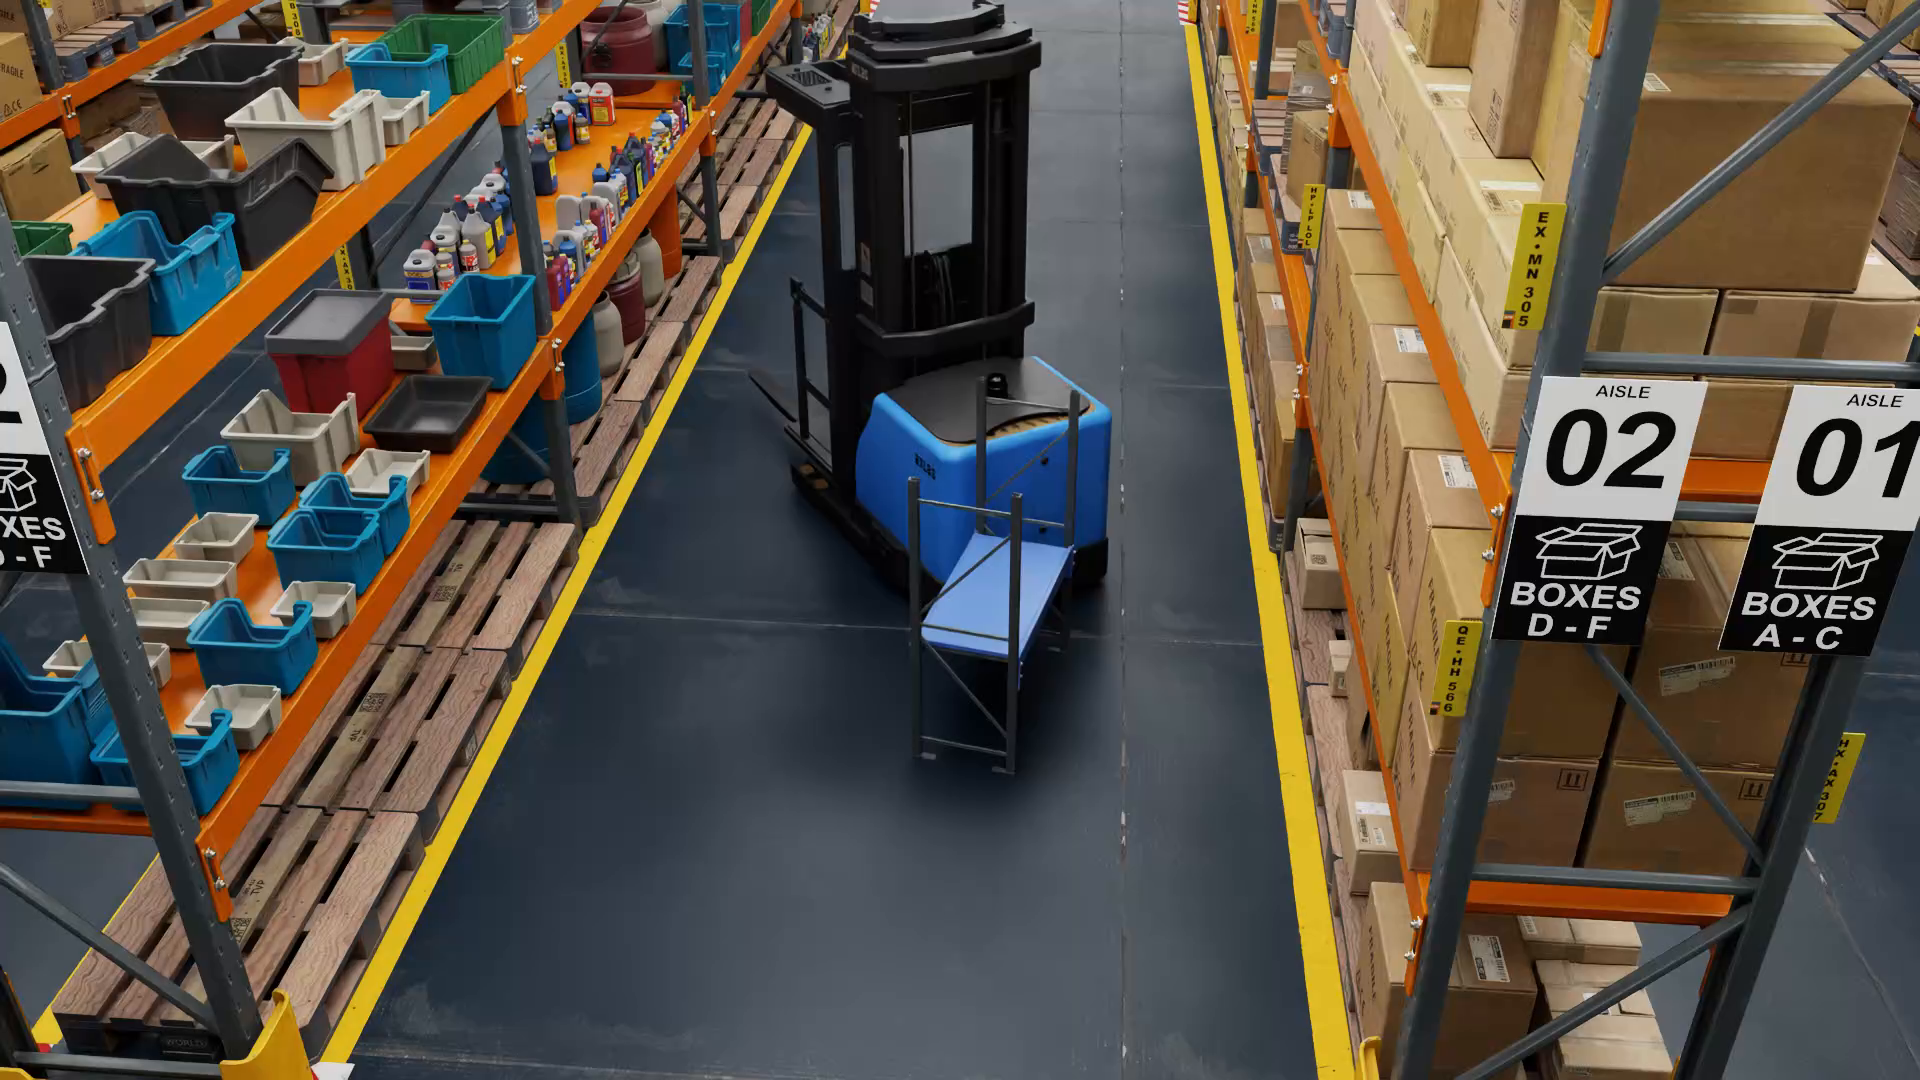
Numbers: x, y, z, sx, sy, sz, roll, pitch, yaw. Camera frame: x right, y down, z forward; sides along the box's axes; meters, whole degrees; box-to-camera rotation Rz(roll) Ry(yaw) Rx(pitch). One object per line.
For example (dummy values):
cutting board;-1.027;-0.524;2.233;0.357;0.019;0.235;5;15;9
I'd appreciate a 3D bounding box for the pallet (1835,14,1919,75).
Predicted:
pallet;7.654;-3.903;13.188;1.003;0.211;1.213;2;32;4

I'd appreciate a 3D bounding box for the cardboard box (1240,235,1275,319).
cardboard box;2.237;-1.781;11.524;0.500;0.500;0.500;1;32;2

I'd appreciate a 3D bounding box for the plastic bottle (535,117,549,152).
plastic bottle;-2.811;-2.678;11.128;0.061;0.283;0.133;2;32;4

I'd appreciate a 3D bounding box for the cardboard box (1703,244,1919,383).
cardboard box;2.246;-0.658;4.546;0.500;0.250;0.500;2;32;4

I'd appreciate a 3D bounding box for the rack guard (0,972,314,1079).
rack guard;-2.981;1.889;5.988;1.175;0.500;0.348;2;32;4

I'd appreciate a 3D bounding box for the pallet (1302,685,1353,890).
pallet;2.117;1.120;7.512;1.003;0.211;1.213;2;32;4

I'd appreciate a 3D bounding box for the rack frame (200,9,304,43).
rack frame;-6.951;-5.674;15.879;1.000;3.000;0.127;2;32;4

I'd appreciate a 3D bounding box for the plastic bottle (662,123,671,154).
plastic bottle;-2.018;-2.724;11.281;0.097;0.201;0.097;0;32;0

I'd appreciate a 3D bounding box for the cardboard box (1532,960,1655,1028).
cardboard box;2.342;1.709;6.178;0.380;0.166;0.250;2;32;4

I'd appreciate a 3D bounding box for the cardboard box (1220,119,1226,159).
cardboard box;2.560;-3.519;14.602;0.500;0.250;0.500;2;32;2

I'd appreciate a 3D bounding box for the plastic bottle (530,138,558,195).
plastic bottle;-2.665;-2.393;10.601;0.144;0.351;0.185;2;32;4

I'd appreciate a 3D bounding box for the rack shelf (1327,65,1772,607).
rack shelf;2.108;-0.991;6.106;1.077;0.370;4.000;2;32;4

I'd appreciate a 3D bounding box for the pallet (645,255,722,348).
pallet;-2.363;-1.770;12.201;1.003;0.211;1.213;2;32;4

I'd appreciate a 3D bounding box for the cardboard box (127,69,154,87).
cardboard box;-7.125;-3.936;15.021;0.700;0.500;0.500;0;32;0

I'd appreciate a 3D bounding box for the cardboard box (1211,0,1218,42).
cardboard box;2.831;-5.351;16.860;0.500;0.500;0.500;2;32;4

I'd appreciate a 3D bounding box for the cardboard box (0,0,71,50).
cardboard box;-7.273;-4.088;12.809;0.500;0.500;0.500;-1;32;-2

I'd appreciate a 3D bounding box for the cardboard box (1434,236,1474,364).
cardboard box;1.776;-0.728;5.137;0.500;0.250;0.500;2;32;4

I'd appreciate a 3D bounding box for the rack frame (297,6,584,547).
rack frame;-2.666;-1.280;8.747;1.000;3.000;0.127;2;32;4

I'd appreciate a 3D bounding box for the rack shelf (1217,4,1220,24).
rack shelf;3.085;-5.989;17.075;1.077;0.370;4.000;2;32;4

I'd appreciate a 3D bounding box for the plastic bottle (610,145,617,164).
plastic bottle;-2.200;-2.404;10.683;0.061;0.283;0.133;2;32;4

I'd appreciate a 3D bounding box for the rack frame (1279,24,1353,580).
rack frame;2.271;-1.066;8.401;1.000;3.000;0.127;2;32;4

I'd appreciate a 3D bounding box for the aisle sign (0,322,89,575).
aisle sign;-2.701;-0.244;4.590;0.394;0.787;0.004;2;32;4

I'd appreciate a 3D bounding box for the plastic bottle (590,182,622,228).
plastic bottle;-2.154;-2.058;10.129;0.152;0.276;0.135;2;32;4

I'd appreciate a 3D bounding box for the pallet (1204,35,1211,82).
pallet;3.125;-5.116;17.630;1.003;0.211;1.213;2;32;4

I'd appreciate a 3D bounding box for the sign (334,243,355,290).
sign;-3.214;-1.422;8.715;0.100;0.325;0.005;2;32;4

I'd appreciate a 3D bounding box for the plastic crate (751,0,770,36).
plastic crate;-1.875;-4.450;14.094;0.450;0.188;0.662;2;32;4

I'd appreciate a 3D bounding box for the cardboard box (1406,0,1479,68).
cardboard box;2.052;-2.038;6.071;0.700;0.500;0.500;2;32;4

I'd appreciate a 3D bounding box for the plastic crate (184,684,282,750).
plastic crate;-2.535;0.620;5.860;0.250;0.136;0.298;2;32;4

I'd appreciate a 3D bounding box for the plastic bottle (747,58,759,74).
plastic bottle;-2.106;-4.865;16.671;0.144;0.351;0.185;2;32;4

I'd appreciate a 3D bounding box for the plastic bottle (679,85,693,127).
plastic bottle;-1.948;-3.092;11.799;0.061;0.283;0.133;2;32;4

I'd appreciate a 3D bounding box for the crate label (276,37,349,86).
crate label;-2.994;-2.201;7.635;0.293;0.136;0.466;2;32;4

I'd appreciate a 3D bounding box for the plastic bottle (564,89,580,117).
plastic bottle;-2.734;-3.044;11.734;0.097;0.271;0.097;0;32;0

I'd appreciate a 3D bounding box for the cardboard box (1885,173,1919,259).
cardboard box;7.540;-2.450;12.610;0.700;0.500;0.500;3;32;5

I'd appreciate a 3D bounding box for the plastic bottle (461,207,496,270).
plastic bottle;-2.774;-1.747;9.553;0.144;0.351;0.185;2;32;4

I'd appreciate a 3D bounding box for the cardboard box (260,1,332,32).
cardboard box;-6.840;-5.296;17.248;0.500;0.500;0.500;13;34;19

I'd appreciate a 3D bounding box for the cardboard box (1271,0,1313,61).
cardboard box;2.717;-4.078;13.194;0.500;0.500;0.500;1;32;1

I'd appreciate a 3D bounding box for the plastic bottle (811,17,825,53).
plastic bottle;-1.485;-5.248;17.292;0.144;0.351;0.185;2;32;4

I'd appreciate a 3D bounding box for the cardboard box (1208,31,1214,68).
cardboard box;2.818;-5.032;17.058;0.500;0.250;0.500;2;32;4

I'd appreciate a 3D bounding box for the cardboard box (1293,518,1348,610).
cardboard box;2.021;0.102;8.650;0.500;0.311;0.500;2;32;4

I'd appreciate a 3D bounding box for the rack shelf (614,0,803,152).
rack shelf;-2.178;-4.111;14.027;1.077;0.370;4.000;2;32;4

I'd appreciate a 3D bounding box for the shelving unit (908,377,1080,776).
shelving unit;0.171;0.159;7.843;0.538;1.500;1.048;9;33;15

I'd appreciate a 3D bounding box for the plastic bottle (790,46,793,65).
plastic bottle;-1.659;-4.816;16.656;0.061;0.283;0.133;2;32;4

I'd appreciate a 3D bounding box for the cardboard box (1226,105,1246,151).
cardboard box;2.516;-3.487;14.015;0.500;0.311;0.500;3;32;5

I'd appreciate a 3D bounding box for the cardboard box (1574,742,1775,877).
cardboard box;2.244;0.762;5.339;0.500;0.500;0.500;3;32;5

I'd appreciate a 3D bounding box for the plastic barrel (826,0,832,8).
plastic barrel;-1.666;-6.327;18.908;0.421;0.512;0.421;0;32;0

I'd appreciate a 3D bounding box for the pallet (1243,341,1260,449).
pallet;2.396;-0.945;10.863;1.003;0.211;1.213;2;32;4

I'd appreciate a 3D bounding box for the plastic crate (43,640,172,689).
plastic crate;-3.106;0.465;6.111;0.396;0.136;0.243;2;32;4

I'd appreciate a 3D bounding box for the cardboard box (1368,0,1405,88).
cardboard box;1.945;-1.987;6.702;0.500;0.250;0.500;2;32;4

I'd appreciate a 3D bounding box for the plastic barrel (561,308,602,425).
plastic barrel;-2.547;-1.219;10.249;0.600;0.901;0.708;2;32;4

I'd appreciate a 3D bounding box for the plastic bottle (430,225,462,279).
plastic bottle;-2.926;-1.638;9.447;0.152;0.276;0.135;2;32;4

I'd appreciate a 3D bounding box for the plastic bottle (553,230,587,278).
plastic bottle;-2.219;-1.644;9.457;0.152;0.276;0.135;2;32;4

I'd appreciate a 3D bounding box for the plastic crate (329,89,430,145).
plastic crate;-2.390;-1.763;6.924;0.293;0.136;0.466;2;32;4

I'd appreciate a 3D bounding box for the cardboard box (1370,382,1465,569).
cardboard box;1.785;-0.223;5.984;0.500;0.500;0.500;3;32;5

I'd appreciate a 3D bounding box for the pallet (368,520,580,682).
pallet;-2.687;0.294;8.852;1.003;0.211;1.213;2;32;4

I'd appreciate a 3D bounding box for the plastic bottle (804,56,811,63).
plastic bottle;-1.535;-4.713;16.567;0.097;0.201;0.097;0;32;0

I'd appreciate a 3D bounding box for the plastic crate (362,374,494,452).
plastic crate;-2.489;-0.591;7.836;0.437;0.125;0.590;2;32;4

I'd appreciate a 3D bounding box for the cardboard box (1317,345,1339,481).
cardboard box;1.919;-0.586;7.527;0.500;0.500;0.500;3;32;5

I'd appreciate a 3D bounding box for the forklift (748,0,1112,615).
forklift;-0.356;-1.554;9.258;1.130;2.935;3.031;-16;35;-25

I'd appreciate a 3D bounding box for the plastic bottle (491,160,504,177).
plastic bottle;-2.882;-2.219;10.383;0.061;0.283;0.133;2;32;4
